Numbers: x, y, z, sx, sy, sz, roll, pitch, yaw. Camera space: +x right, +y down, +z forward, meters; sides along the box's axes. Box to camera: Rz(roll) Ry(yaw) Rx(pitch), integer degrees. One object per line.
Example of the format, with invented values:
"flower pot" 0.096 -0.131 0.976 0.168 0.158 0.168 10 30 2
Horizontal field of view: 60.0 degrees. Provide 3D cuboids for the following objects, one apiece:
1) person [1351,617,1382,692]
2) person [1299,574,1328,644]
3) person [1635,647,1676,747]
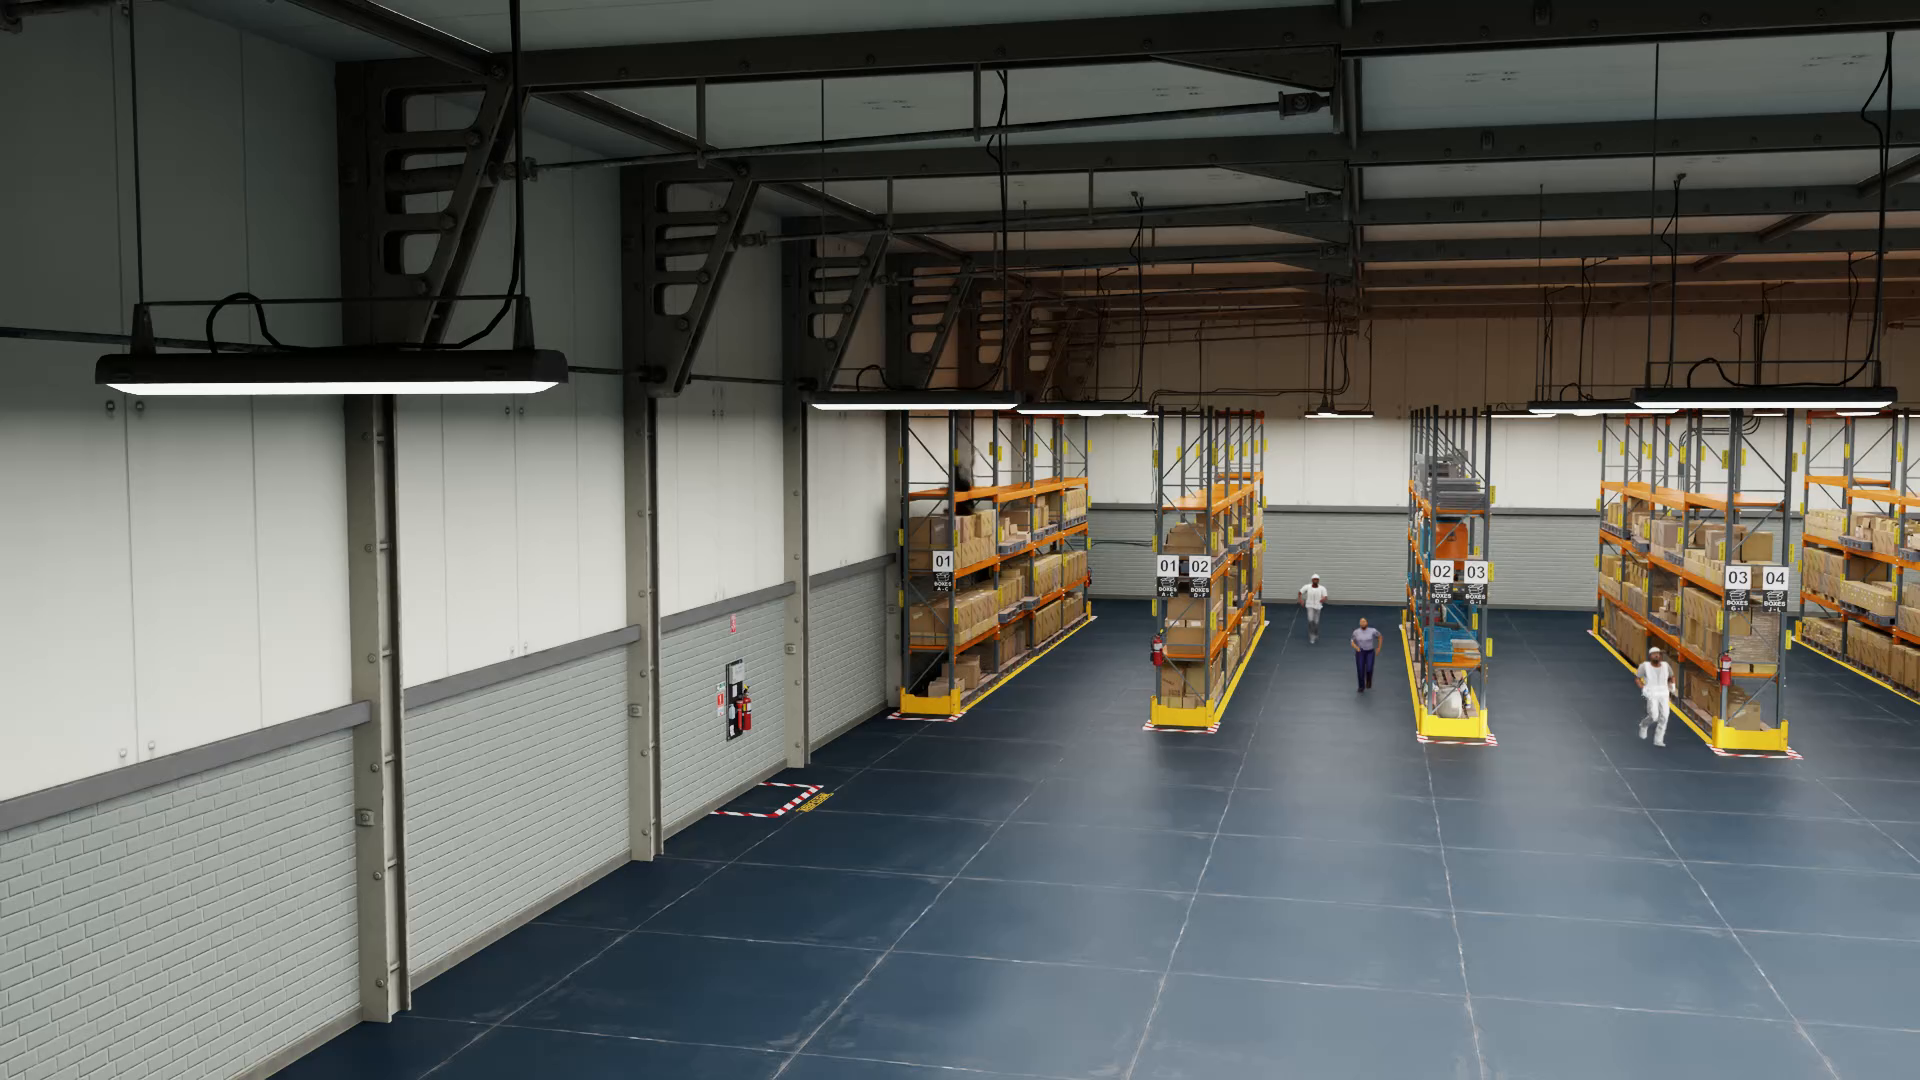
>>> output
"person" 8.517 2.419 34.906 0.628 1.601 0.697 1 4 19
"person" 9.146 1.784 43.013 0.708 1.792 0.749 0 4 3
"person" 12.335 2.761 29.361 0.678 1.719 0.648 0 4 5
